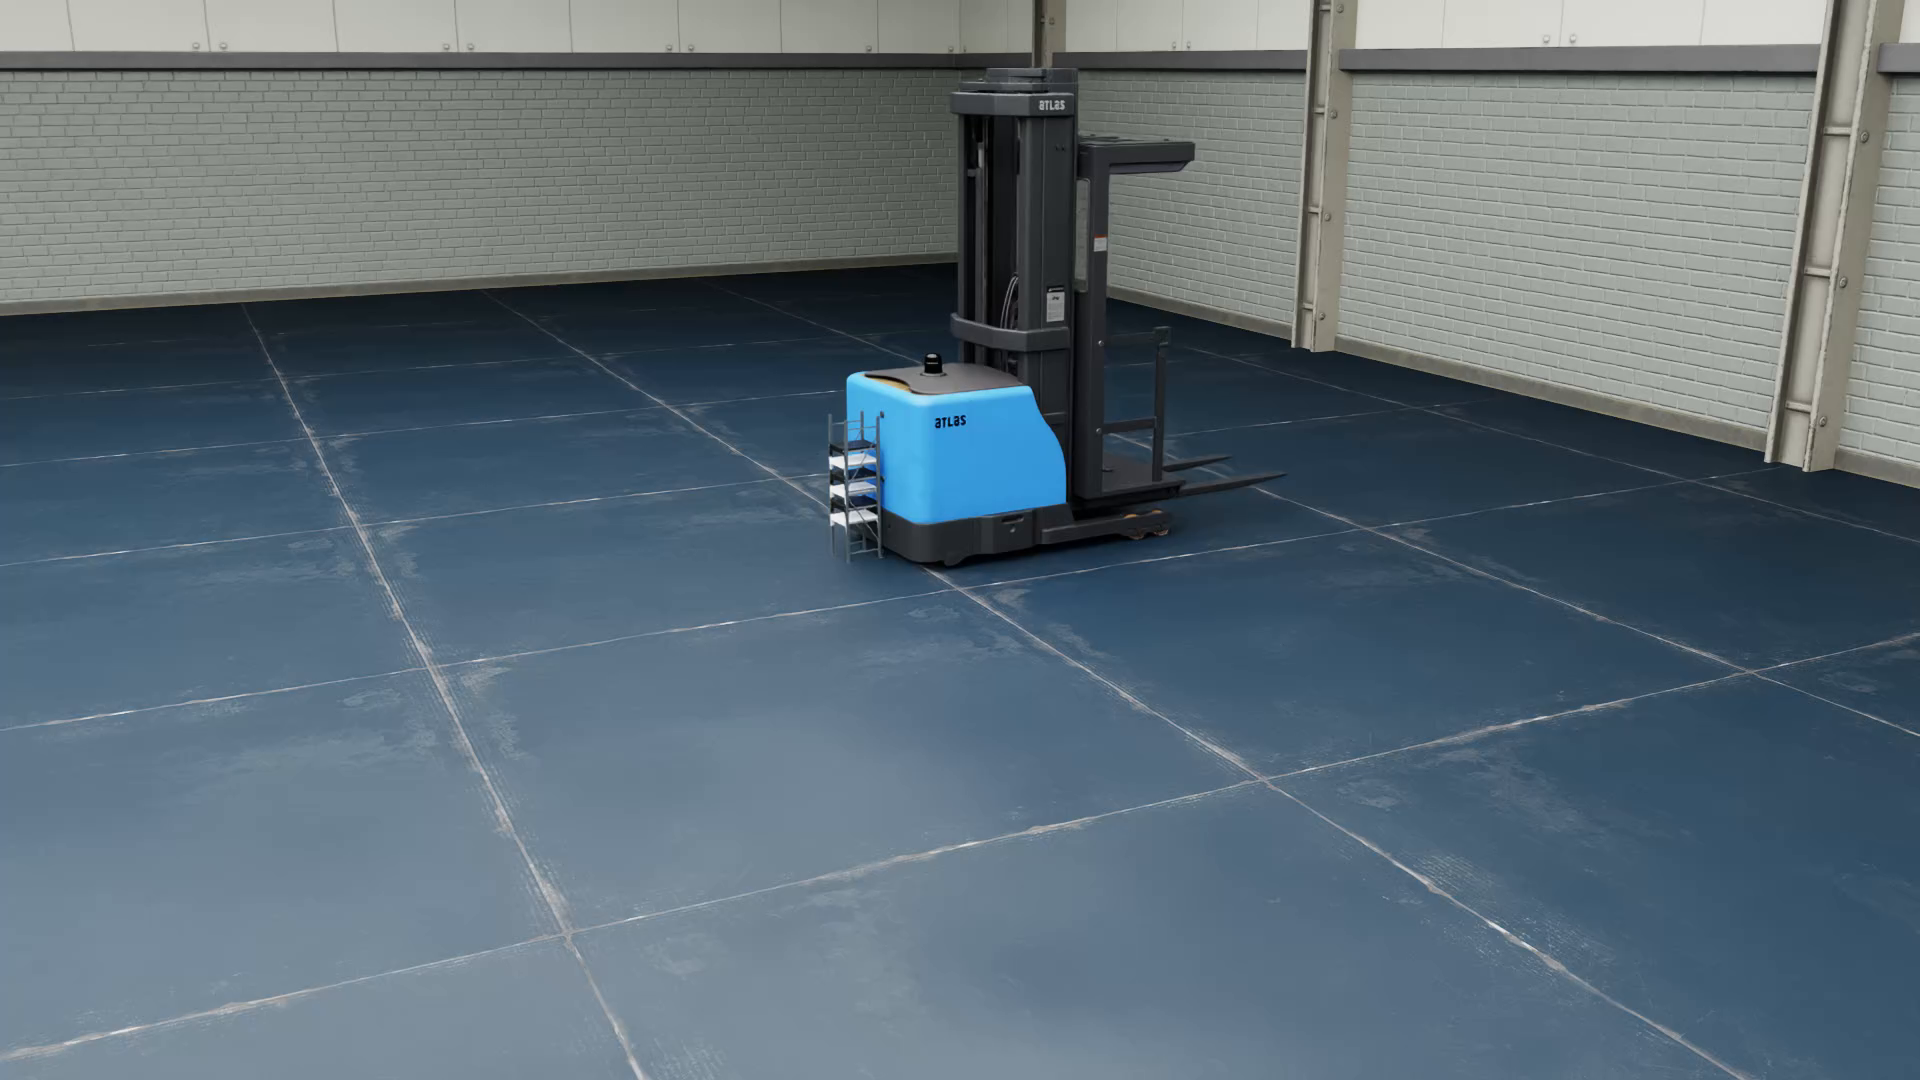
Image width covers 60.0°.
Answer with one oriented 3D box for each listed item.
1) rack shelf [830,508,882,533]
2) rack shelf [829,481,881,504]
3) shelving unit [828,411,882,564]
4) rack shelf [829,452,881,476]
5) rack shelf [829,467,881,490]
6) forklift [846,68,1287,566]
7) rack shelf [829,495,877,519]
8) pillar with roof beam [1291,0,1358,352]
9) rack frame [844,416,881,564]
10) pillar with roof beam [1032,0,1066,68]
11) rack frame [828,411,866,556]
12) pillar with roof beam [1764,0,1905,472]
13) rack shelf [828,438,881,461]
[{"bbox_3d":[-0.647,-0.121,10.314,0.258,0.077,0.200,-10,19,-30],"label":"rack shelf"},{"bbox_3d":[-0.647,-0.294,10.264,0.258,0.077,0.200,-10,19,-30],"label":"rack shelf"},{"bbox_3d":[-0.647,-0.326,10.255,0.258,0.900,0.210,-10,19,-30],"label":"shelving unit"},{"bbox_3d":[-0.647,-0.467,10.215,0.258,0.077,0.200,-10,19,-30],"label":"rack shelf"},{"bbox_3d":[-0.647,-0.380,10.239,0.258,0.077,0.200,-10,19,-30],"label":"rack shelf"},{"bbox_3d":[0.800,-1.526,10.755,3.031,2.935,1.130,-9,18,-29],"label":"forklift"},{"bbox_3d":[-0.647,-0.207,10.289,0.258,0.077,0.200,-10,19,-30],"label":"rack shelf"},{"bbox_3d":[-0.052,-5.873,14.902,9.100,9.000,0.400,-8,18,-25],"label":"pillar with roof beam"},{"bbox_3d":[-0.594,-0.302,10.171,0.240,0.900,0.006,-10,19,-30],"label":"rack frame"},{"bbox_3d":[-2.680,-7.361,20.086,9.100,9.000,0.400,-8,18,-25],"label":"pillar with roof beam"},{"bbox_3d":[-0.700,-0.350,10.339,0.240,0.900,0.006,-10,19,-30],"label":"rack frame"},{"bbox_3d":[2.577,-4.385,9.717,9.100,9.000,0.400,-8,18,-25],"label":"pillar with roof beam"},{"bbox_3d":[-0.647,-0.553,10.190,0.258,0.077,0.200,-10,19,-30],"label":"rack shelf"}]
